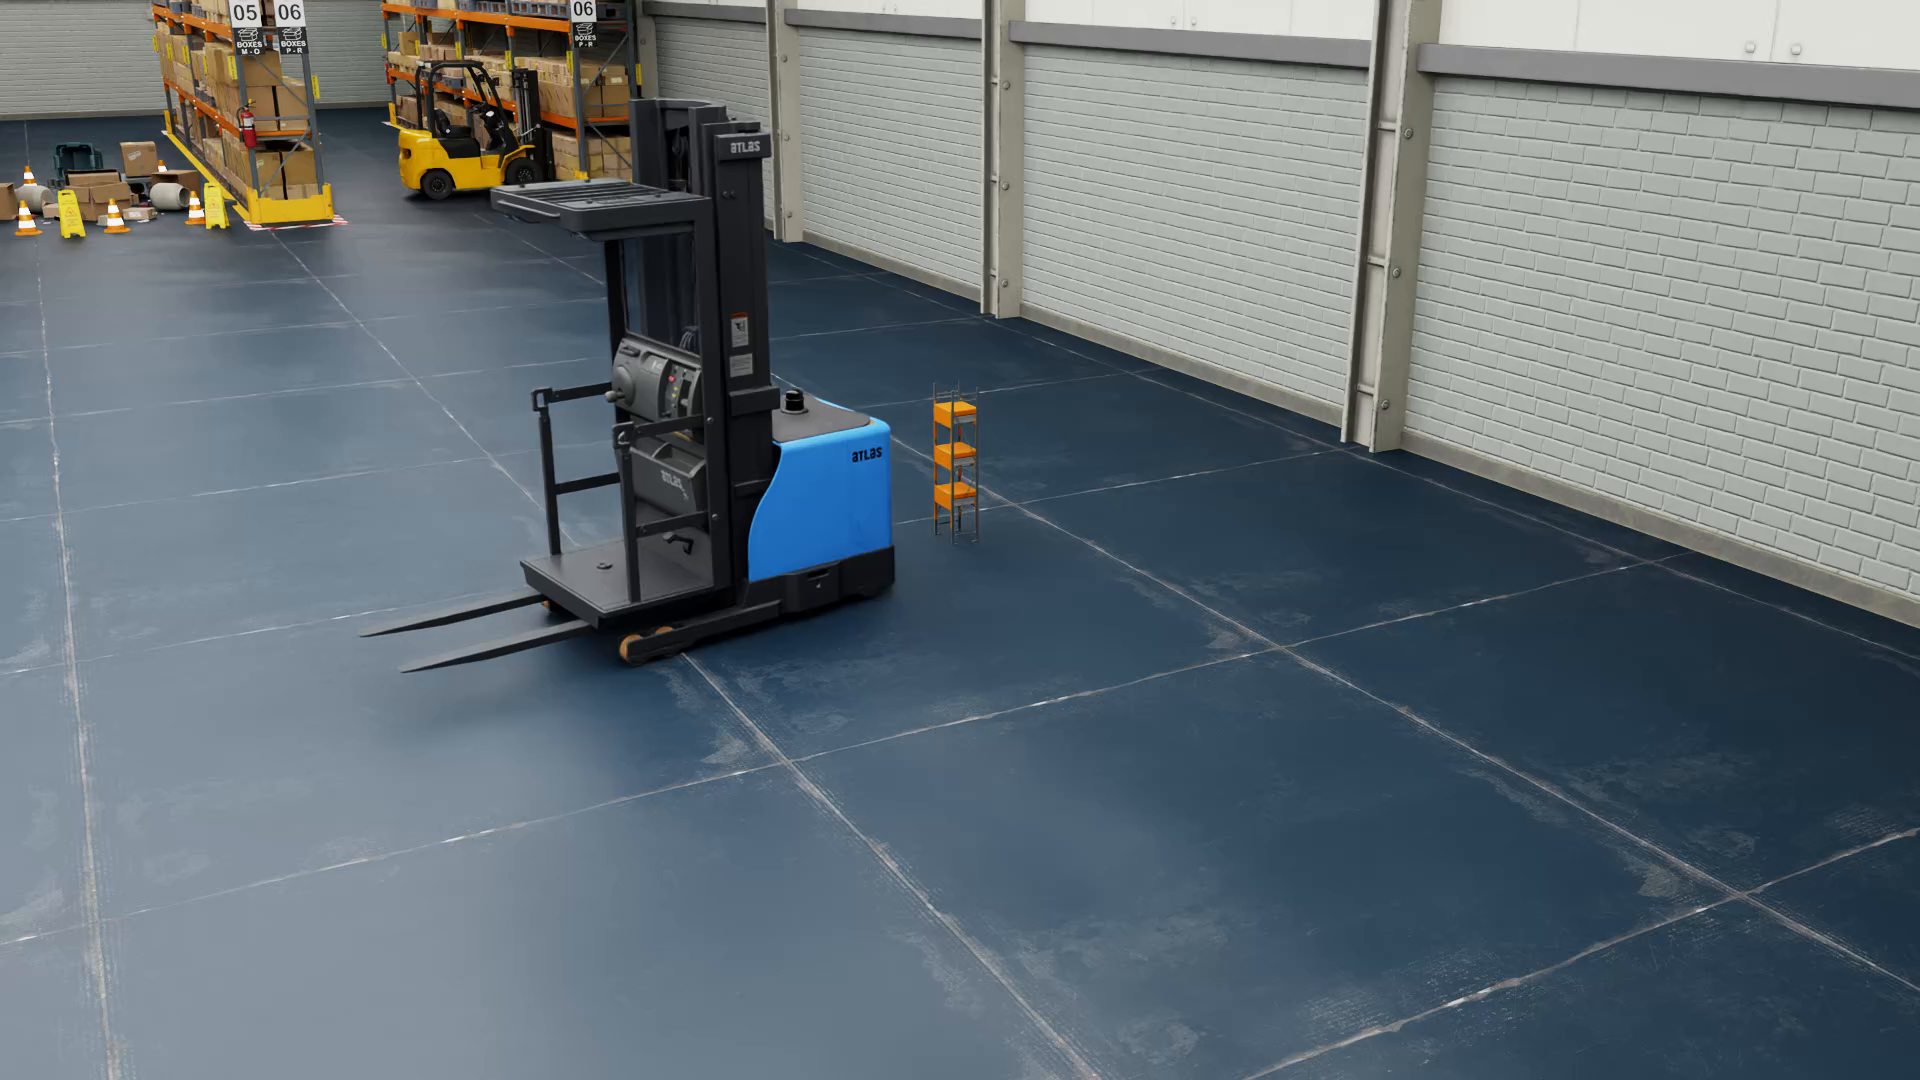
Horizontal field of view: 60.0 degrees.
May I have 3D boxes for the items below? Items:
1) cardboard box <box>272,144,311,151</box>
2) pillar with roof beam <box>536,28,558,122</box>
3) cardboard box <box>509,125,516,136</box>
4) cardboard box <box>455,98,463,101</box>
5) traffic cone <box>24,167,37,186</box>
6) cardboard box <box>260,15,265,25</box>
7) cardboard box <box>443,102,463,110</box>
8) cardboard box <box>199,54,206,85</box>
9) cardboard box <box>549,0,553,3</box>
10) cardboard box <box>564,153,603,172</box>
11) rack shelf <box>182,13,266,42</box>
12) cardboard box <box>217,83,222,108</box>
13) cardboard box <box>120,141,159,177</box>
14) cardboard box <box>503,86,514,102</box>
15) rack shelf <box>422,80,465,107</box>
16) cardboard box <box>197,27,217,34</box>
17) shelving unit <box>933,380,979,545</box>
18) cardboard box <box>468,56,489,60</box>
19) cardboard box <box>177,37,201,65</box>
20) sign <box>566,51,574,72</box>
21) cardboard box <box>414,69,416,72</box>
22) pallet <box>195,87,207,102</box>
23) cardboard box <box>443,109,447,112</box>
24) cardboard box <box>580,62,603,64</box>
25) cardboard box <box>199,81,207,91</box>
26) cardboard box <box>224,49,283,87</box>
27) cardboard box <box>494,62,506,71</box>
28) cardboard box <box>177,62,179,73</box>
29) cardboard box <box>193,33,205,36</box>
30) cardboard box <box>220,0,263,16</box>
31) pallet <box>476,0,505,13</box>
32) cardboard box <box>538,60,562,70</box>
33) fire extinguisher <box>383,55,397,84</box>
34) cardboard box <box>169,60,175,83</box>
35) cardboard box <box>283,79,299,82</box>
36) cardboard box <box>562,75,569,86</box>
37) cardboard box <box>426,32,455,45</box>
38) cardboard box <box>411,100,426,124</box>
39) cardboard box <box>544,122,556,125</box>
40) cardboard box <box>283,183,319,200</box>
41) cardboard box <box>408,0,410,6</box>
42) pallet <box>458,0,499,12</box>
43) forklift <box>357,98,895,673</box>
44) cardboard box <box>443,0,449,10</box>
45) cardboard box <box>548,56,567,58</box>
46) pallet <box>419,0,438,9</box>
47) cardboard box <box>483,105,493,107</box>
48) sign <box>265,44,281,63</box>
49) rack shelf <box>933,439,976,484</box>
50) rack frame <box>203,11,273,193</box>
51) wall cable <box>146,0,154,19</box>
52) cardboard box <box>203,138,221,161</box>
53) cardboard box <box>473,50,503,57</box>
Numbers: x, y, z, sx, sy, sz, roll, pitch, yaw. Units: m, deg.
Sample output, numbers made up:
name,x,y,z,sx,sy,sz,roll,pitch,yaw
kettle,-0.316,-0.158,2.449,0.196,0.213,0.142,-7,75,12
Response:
name,x,y,z,sx,sy,sz,roll,pitch,yaw
cardboard box,-10.476,-5.929,26.136,0.500,0.500,0.500,-11,22,-29
pillar with roof beam,-11.881,-11.246,29.926,9.100,9.000,0.400,-10,21,-27
cardboard box,-7.863,-7.387,30.938,0.875,0.625,0.625,-9,21,-24
cardboard box,-10.976,-9.722,36.902,0.380,0.149,0.250,-11,22,-29
traffic cone,-15.588,-6.017,27.860,0.336,0.463,0.334,-10,21,-27
cardboard box,-10.382,-7.900,25.213,0.380,0.149,0.250,-10,21,-27
cardboard box,-10.908,-9.345,35.810,0.380,0.149,0.250,-10,21,-27
cardboard box,-13.119,-8.318,29.386,0.500,0.500,0.500,-11,22,-29
cardboard box,-6.487,-8.879,27.074,0.396,0.266,0.258,-10,21,-27
cardboard box,-6.212,-6.241,27.425,0.500,0.250,0.500,-10,22,-27
rack shelf,-12.921,-9.045,29.250,1.077,0.370,4.000,-10,21,-27
cardboard box,-11.749,-7.271,26.995,0.500,0.500,0.500,-10,21,-27
cardboard box,-13.524,-6.285,27.419,0.500,0.500,0.500,-10,21,-27
cardboard box,-8.075,-8.196,30.516,0.500,0.250,0.500,-9,21,-25
rack shelf,-10.454,-9.545,35.299,1.077,0.370,4.000,-10,21,-27
cardboard box,-15.692,-10.647,34.708,0.380,0.149,0.250,-10,22,-27
shelving unit,-0.025,-0.512,11.005,0.215,1.050,0.252,-10,21,-27
cardboard box,-9.485,-9.452,32.776,0.380,0.149,0.250,-9,21,-25
cardboard box,-15.062,-9.605,32.683,0.500,0.500,0.500,-10,22,-28
sign,-6.190,-7.594,26.402,0.100,0.325,0.005,-10,21,-27
cardboard box,-12.065,-10.536,37.450,0.380,0.149,0.250,-9,21,-25
pallet,-13.439,-8.263,30.772,1.213,0.211,1.003,-10,21,-27
cardboard box,-10.878,-9.008,35.825,0.500,0.500,0.500,-11,22,-28
cardboard box,-6.161,-7.938,27.933,0.380,0.149,0.250,-9,21,-25
cardboard box,-13.574,-8.245,30.168,0.380,0.149,0.250,-10,21,-26
cardboard box,-10.507,-7.018,24.730,0.700,0.500,0.500,-11,22,-28
cardboard box,-8.413,-8.785,30.845,0.380,0.149,0.250,-11,22,-28
cardboard box,-15.538,-9.540,33.643,0.500,0.250,0.500,-10,21,-26
cardboard box,-15.784,-10.384,34.939,0.500,0.500,0.500,-10,21,-26
cardboard box,-10.552,-7.838,24.422,0.500,0.250,0.500,-10,22,-27
pallet,-8.570,-10.139,31.605,1.003,0.211,1.213,-9,21,-24
cardboard box,-7.033,-8.163,28.585,0.380,0.149,0.250,-10,21,-27
fire extinguisher,-13.780,-11.366,40.161,0.296,0.674,0.183,-10,21,-27
cardboard box,-16.465,-9.977,35.294,0.500,0.500,0.500,-11,22,-28
cardboard box,-10.545,-6.906,25.937,0.500,0.500,0.500,-10,22,-28
cardboard box,-6.264,-7.494,27.102,0.380,0.149,0.250,-10,21,-26
cardboard box,-11.877,-11.353,38.057,0.500,0.500,0.500,-11,22,-28
cardboard box,-12.232,-9.885,38.368,0.700,0.500,0.500,-11,22,-29
cardboard box,-7.201,-7.423,30.084,0.500,0.250,0.500,-10,21,-26
cardboard box,-10.212,-5.418,25.806,0.500,0.250,0.500,-10,21,-27
cardboard box,-12.068,-11.966,36.996,0.380,0.149,0.250,-9,21,-25
pallet,-9.104,-10.459,32.534,1.213,0.211,1.003,-9,21,-24
forklift,-1.869,-0.892,9.222,3.031,2.935,1.130,-14,24,-36
cardboard box,-10.201,-10.912,33.788,0.500,0.250,0.500,-10,21,-26
cardboard box,-7.188,-8.613,29.889,0.380,0.149,0.250,-10,21,-27
pallet,-10.661,-11.293,34.951,1.213,0.211,1.003,-10,21,-27
cardboard box,-9.817,-9.065,34.996,0.380,0.149,0.250,-11,22,-29
sign,-18.114,-12.828,43.853,0.329,0.494,0.001,-10,21,-27
rack shelf,-0.025,-0.502,11.008,0.215,0.259,0.240,-10,21,-27
rack frame,-11.972,-7.393,27.958,1.000,3.000,0.127,-10,21,-27
wall cable,-20.368,-12.948,42.451,0.585,1.953,0.123,-10,21,-27
cardboard box,-13.612,-7.334,31.172,0.950,0.372,0.625,-12,22,-30
cardboard box,-9.611,-9.729,33.931,0.500,0.500,0.500,-9,21,-24
